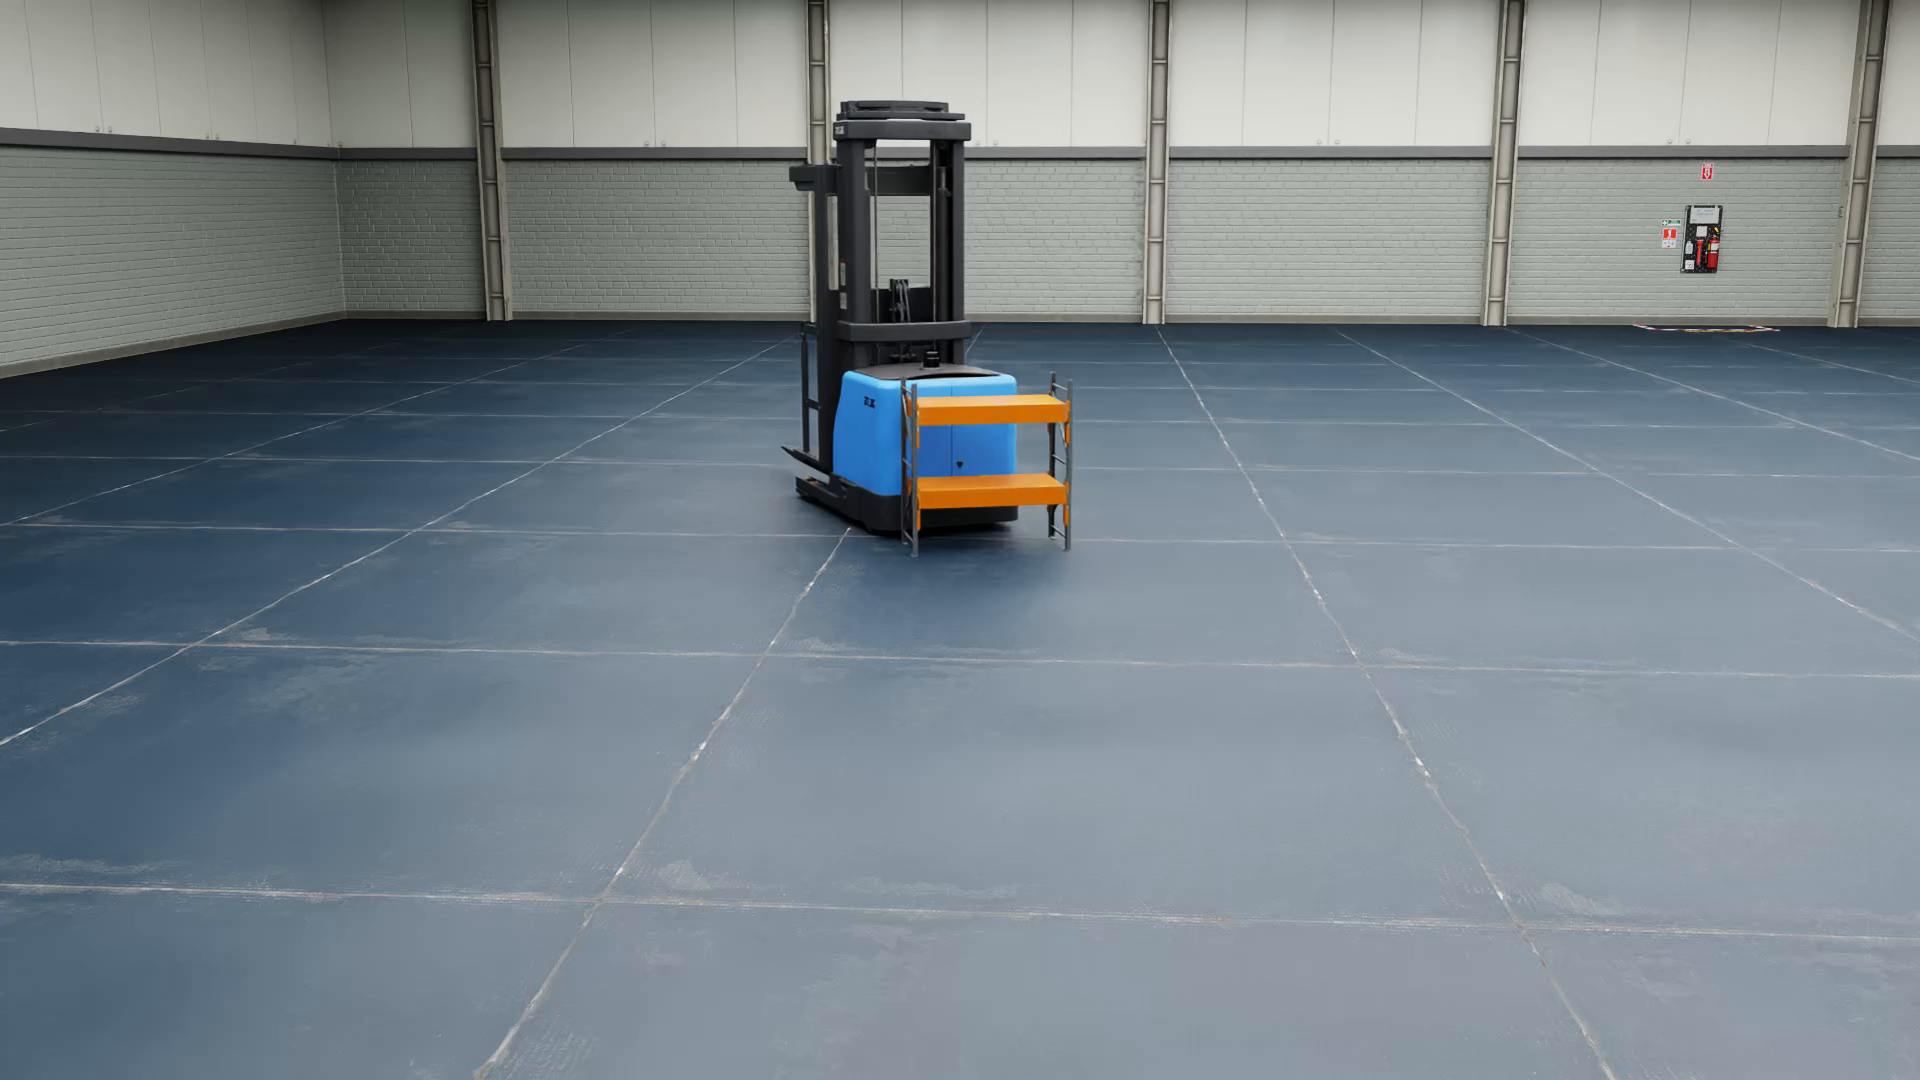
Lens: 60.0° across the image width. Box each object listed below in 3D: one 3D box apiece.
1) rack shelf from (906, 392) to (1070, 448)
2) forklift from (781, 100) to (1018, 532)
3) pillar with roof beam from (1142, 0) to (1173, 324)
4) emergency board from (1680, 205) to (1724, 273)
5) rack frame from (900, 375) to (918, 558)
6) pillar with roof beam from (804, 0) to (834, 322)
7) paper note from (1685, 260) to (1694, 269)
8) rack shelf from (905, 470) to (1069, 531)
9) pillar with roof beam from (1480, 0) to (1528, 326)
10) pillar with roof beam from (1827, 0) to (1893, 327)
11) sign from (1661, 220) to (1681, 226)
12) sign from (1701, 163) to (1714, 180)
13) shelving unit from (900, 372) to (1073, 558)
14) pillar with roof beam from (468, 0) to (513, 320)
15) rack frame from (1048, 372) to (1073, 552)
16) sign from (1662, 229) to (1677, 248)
[{"bbox_3d":[0.167,-0.792,10.877,1.000,0.278,0.538,-2,12,-11],"label":"rack shelf"},{"bbox_3d":[-0.618,-1.747,12.462,1.130,2.935,3.031,-5,13,-22],"label":"forklift"},{"bbox_3d":[3.191,-7.428,24.800,0.400,9.000,9.100,1,12,4],"label":"pillar with roof beam"},{"bbox_3d":[12.989,-5.249,29.033,0.643,1.169,0.194,1,12,4],"label":"emergency board"},{"bbox_3d":[-0.332,-0.486,10.844,0.032,1.125,0.500,-2,12,-11],"label":"rack frame"},{"bbox_3d":[-2.796,-7.510,25.193,0.400,9.000,9.100,1,12,4],"label":"pillar with roof beam"},{"bbox_3d":[12.817,-4.834,29.202,0.142,0.148,0.016,1,12,4],"label":"paper note"},{"bbox_3d":[0.167,-0.266,10.987,1.000,0.278,0.538,-2,12,-11],"label":"rack shelf"},{"bbox_3d":[9.177,-7.346,24.408,0.400,9.000,9.100,1,12,4],"label":"pillar with roof beam"},{"bbox_3d":[15.164,-7.264,24.015,0.400,9.000,9.100,1,12,4],"label":"pillar with roof beam"},{"bbox_3d":[12.448,-5.552,29.103,0.331,0.109,0.001,1,12,4],"label":"sign"},{"bbox_3d":[12.987,-6.404,28.893,0.199,0.298,0.001,1,12,4],"label":"sign"},{"bbox_3d":[0.167,-0.505,10.937,1.048,1.125,0.538,-2,12,-11],"label":"shelving unit"},{"bbox_3d":[-8.782,-7.592,25.585,0.400,9.000,9.100,1,12,4],"label":"pillar with roof beam"},{"bbox_3d":[0.667,-0.525,11.030,0.032,1.125,0.500,-2,12,-11],"label":"rack frame"},{"bbox_3d":[12.444,-5.295,29.166,0.234,0.329,0.001,1,12,4],"label":"sign"}]
